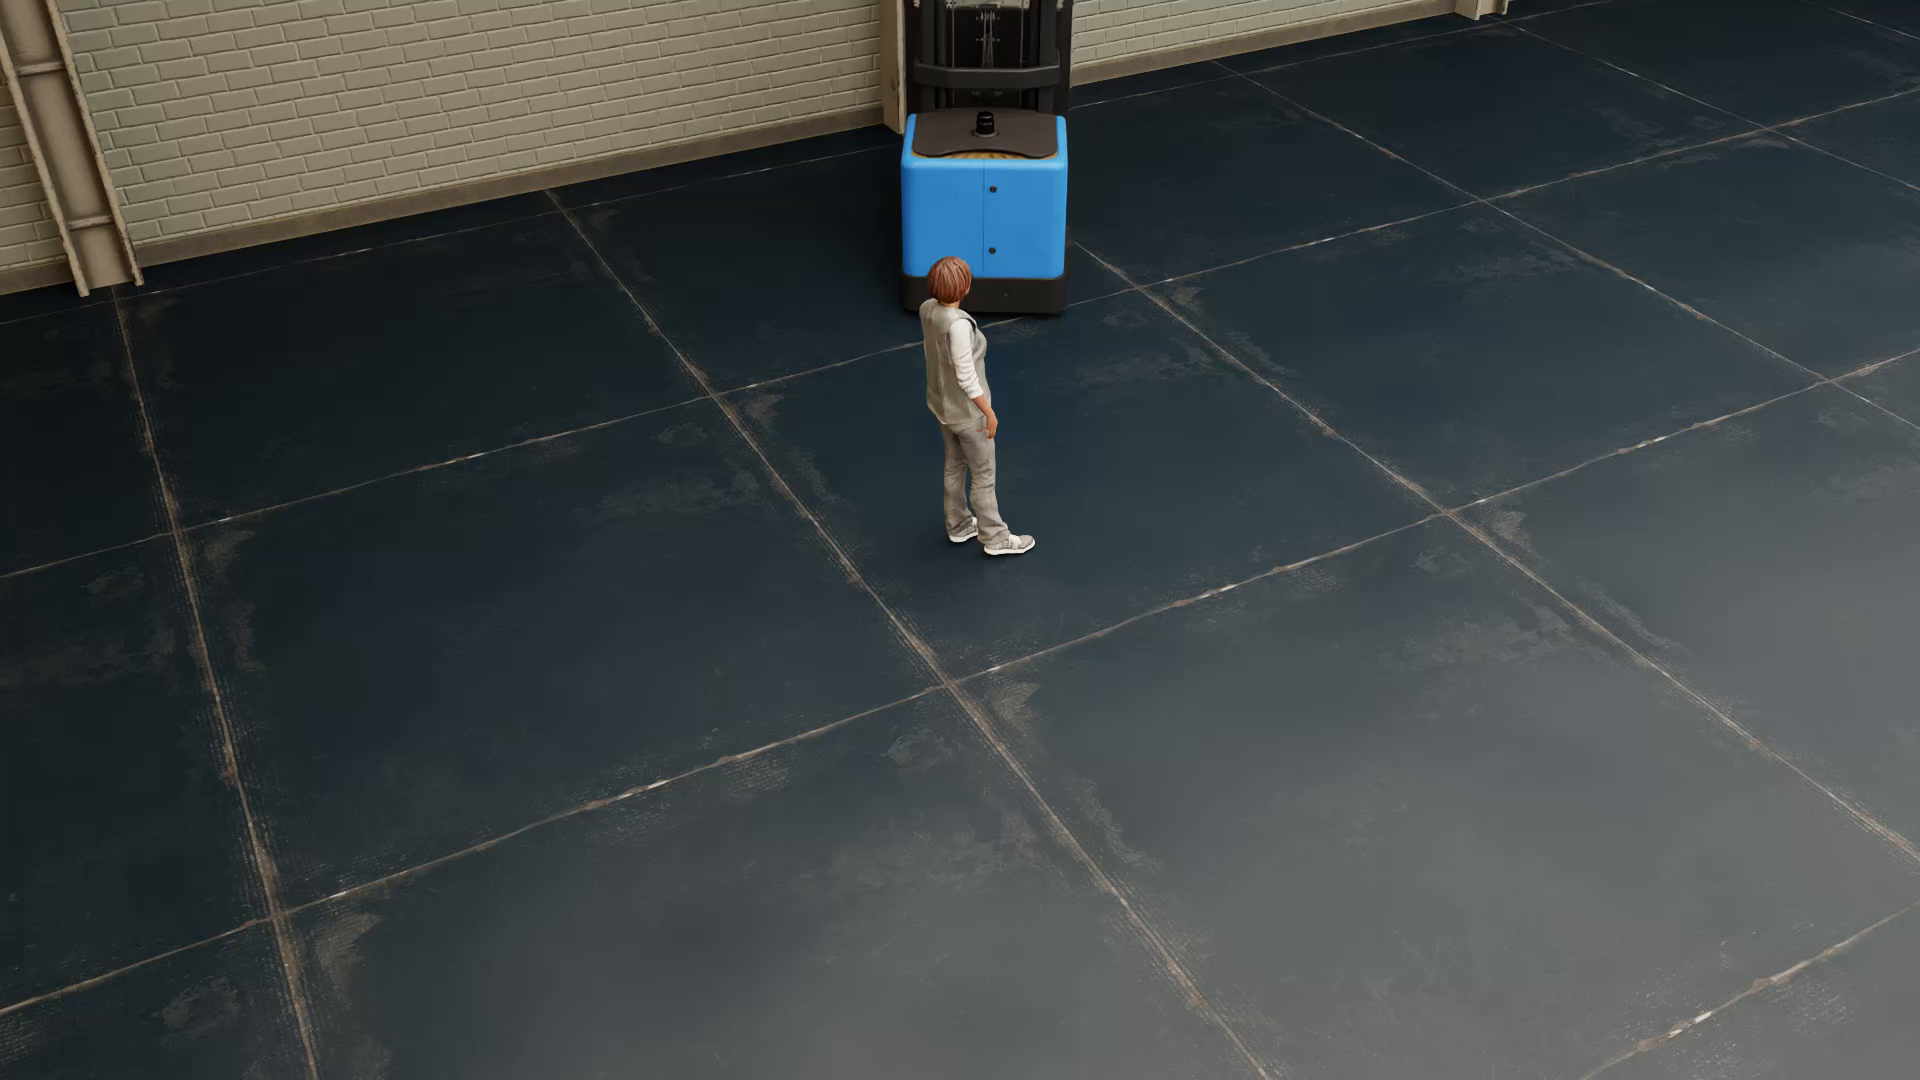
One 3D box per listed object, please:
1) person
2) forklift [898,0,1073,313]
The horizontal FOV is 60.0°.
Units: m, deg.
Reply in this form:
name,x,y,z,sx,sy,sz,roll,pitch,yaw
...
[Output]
name,x,y,z,sx,sy,sz,roll,pitch,yaw
person,0.072,-0.671,8.216,0.473,1.599,0.521,-17,39,-23
forklift,0.192,-3.462,11.020,1.130,2.935,3.031,1,35,1
